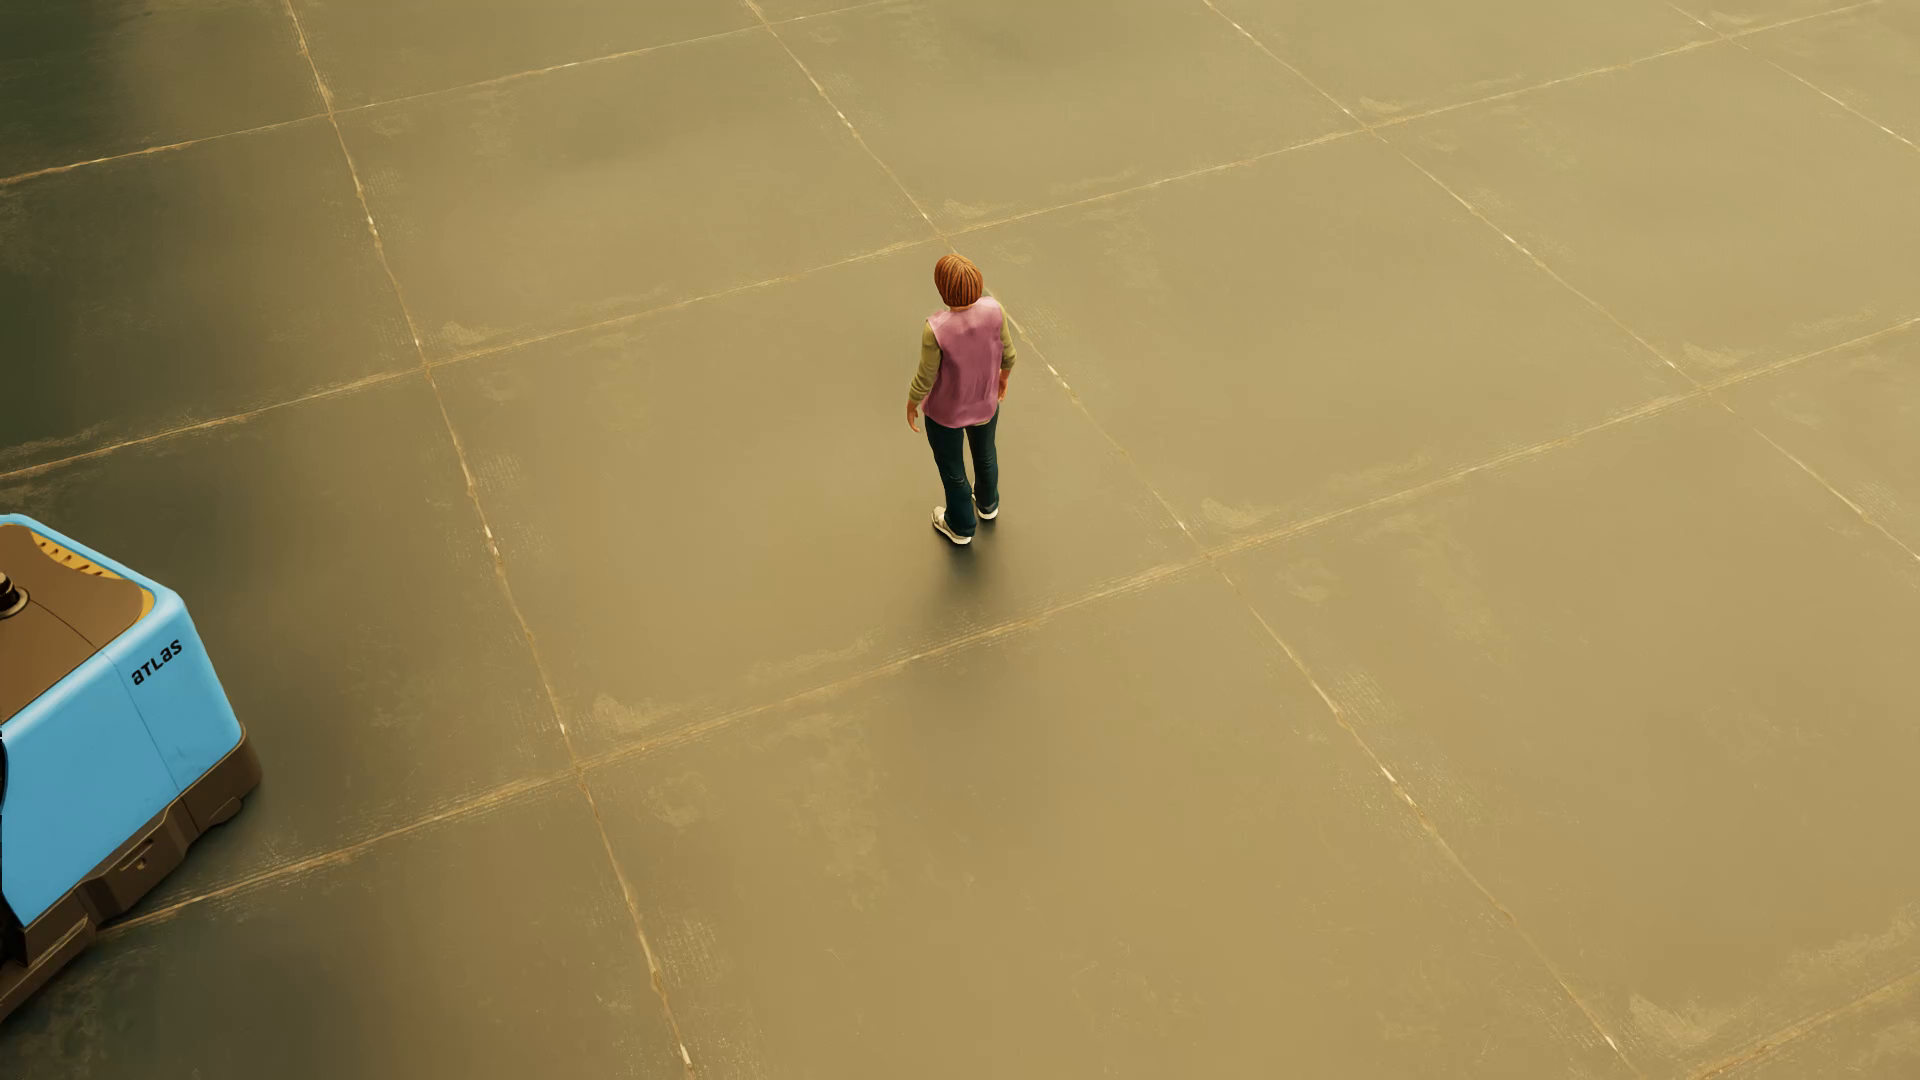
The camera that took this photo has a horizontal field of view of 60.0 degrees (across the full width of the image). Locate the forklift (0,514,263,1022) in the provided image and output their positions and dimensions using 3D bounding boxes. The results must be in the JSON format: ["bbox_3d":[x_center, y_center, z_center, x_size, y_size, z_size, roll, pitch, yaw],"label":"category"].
[{"bbox_3d":[-3.988,0.623,5.012,1.130,2.935,3.031,22,47,22],"label":"forklift"}]

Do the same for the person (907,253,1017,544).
[{"bbox_3d":[-0.018,-0.639,7.331,0.520,1.597,0.476,-18,46,-18],"label":"person"}]
